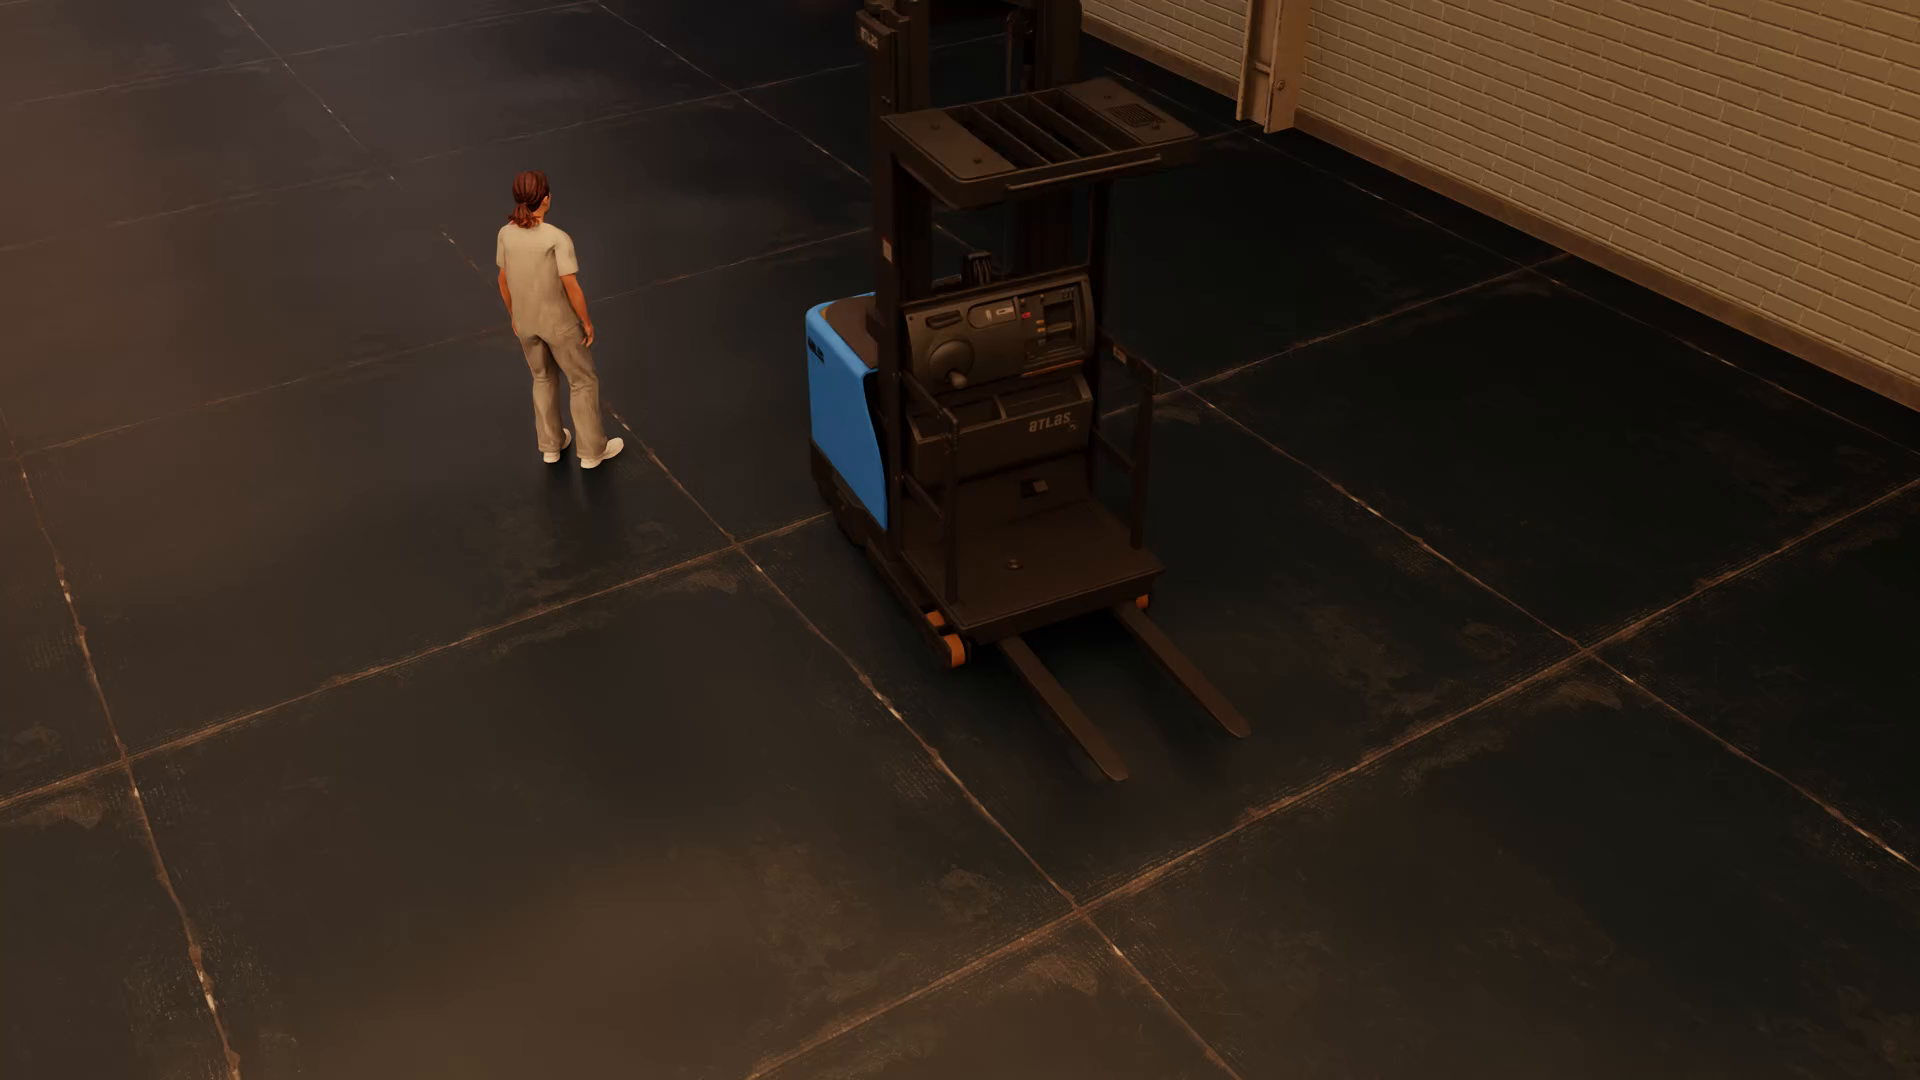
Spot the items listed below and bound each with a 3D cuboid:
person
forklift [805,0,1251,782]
[{"bbox_3d":[-2.186,-1.160,8.899,0.500,1.667,0.361,10,36,14],"label":"person"},{"bbox_3d":[0.286,-0.884,7.405,1.130,2.935,3.031,-16,38,-21],"label":"forklift"}]
